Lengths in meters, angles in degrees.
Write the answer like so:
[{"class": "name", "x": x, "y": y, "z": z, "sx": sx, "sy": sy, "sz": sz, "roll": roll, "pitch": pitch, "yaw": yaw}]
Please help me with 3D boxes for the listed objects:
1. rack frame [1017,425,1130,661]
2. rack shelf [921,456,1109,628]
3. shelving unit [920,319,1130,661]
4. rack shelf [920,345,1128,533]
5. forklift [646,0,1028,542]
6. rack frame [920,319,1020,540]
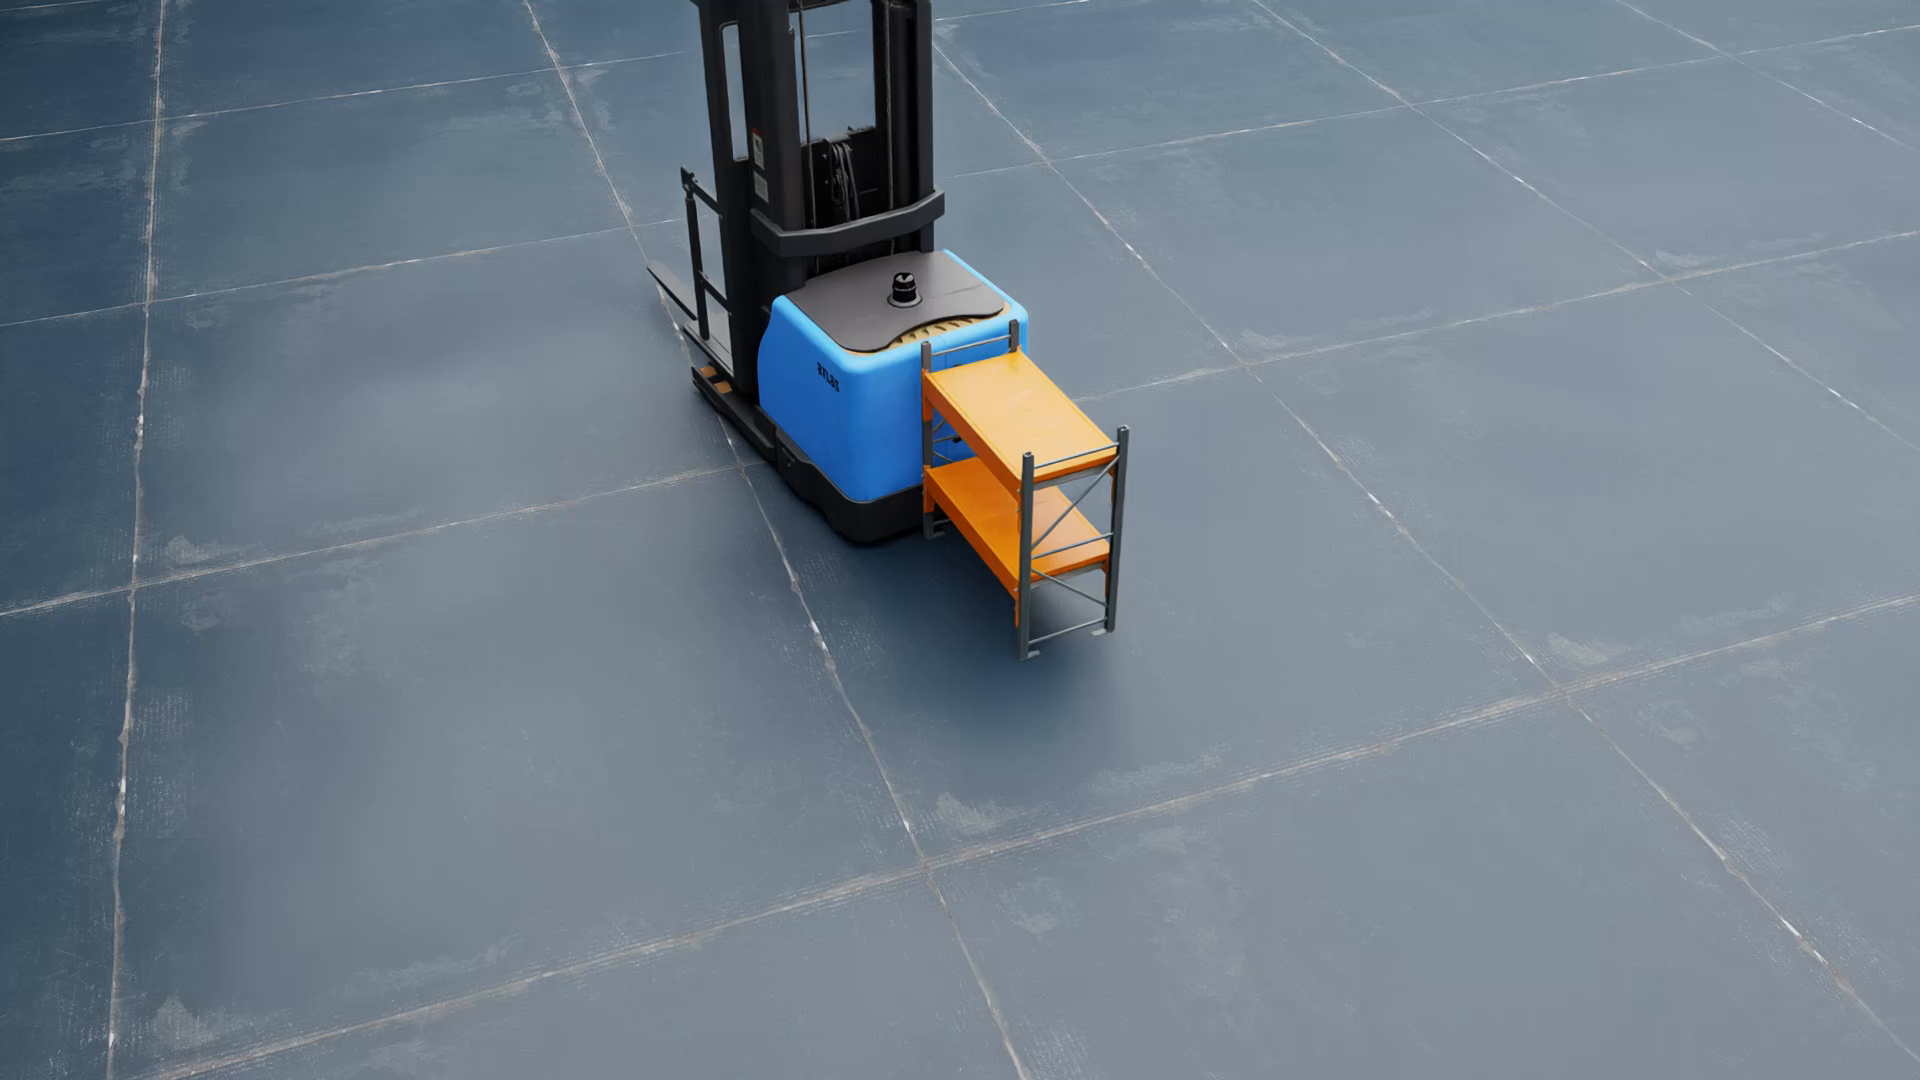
[{"class": "rack frame", "x": 0.490, "y": 0.031, "z": 7.335, "sx": 0.500, "sy": 1.125, "sz": 0.032, "roll": -16, "pitch": 40, "yaw": -20}, {"class": "rack shelf", "x": 0.270, "y": -0.049, "z": 7.847, "sx": 0.538, "sy": 0.278, "sz": 1.000, "roll": -16, "pitch": 40, "yaw": -20}, {"class": "shelving unit", "x": 0.270, "y": -0.245, "z": 7.700, "sx": 0.538, "sy": 1.125, "sz": 1.048, "roll": -16, "pitch": 40, "yaw": -20}, {"class": "rack shelf", "x": 0.270, "y": -0.478, "z": 7.524, "sx": 0.538, "sy": 0.278, "sz": 1.000, "roll": -16, "pitch": 40, "yaw": -20}, {"class": "forklift", "x": -0.850, "y": -2.020, "z": 8.556, "sx": 1.130, "sy": 2.935, "sz": 3.031, "roll": -20, "pitch": 41, "yaw": -25}, {"class": "rack frame", "x": 0.049, "y": -0.520, "z": 8.066, "sx": 0.500, "sy": 1.125, "sz": 0.032, "roll": -16, "pitch": 40, "yaw": -20}]
